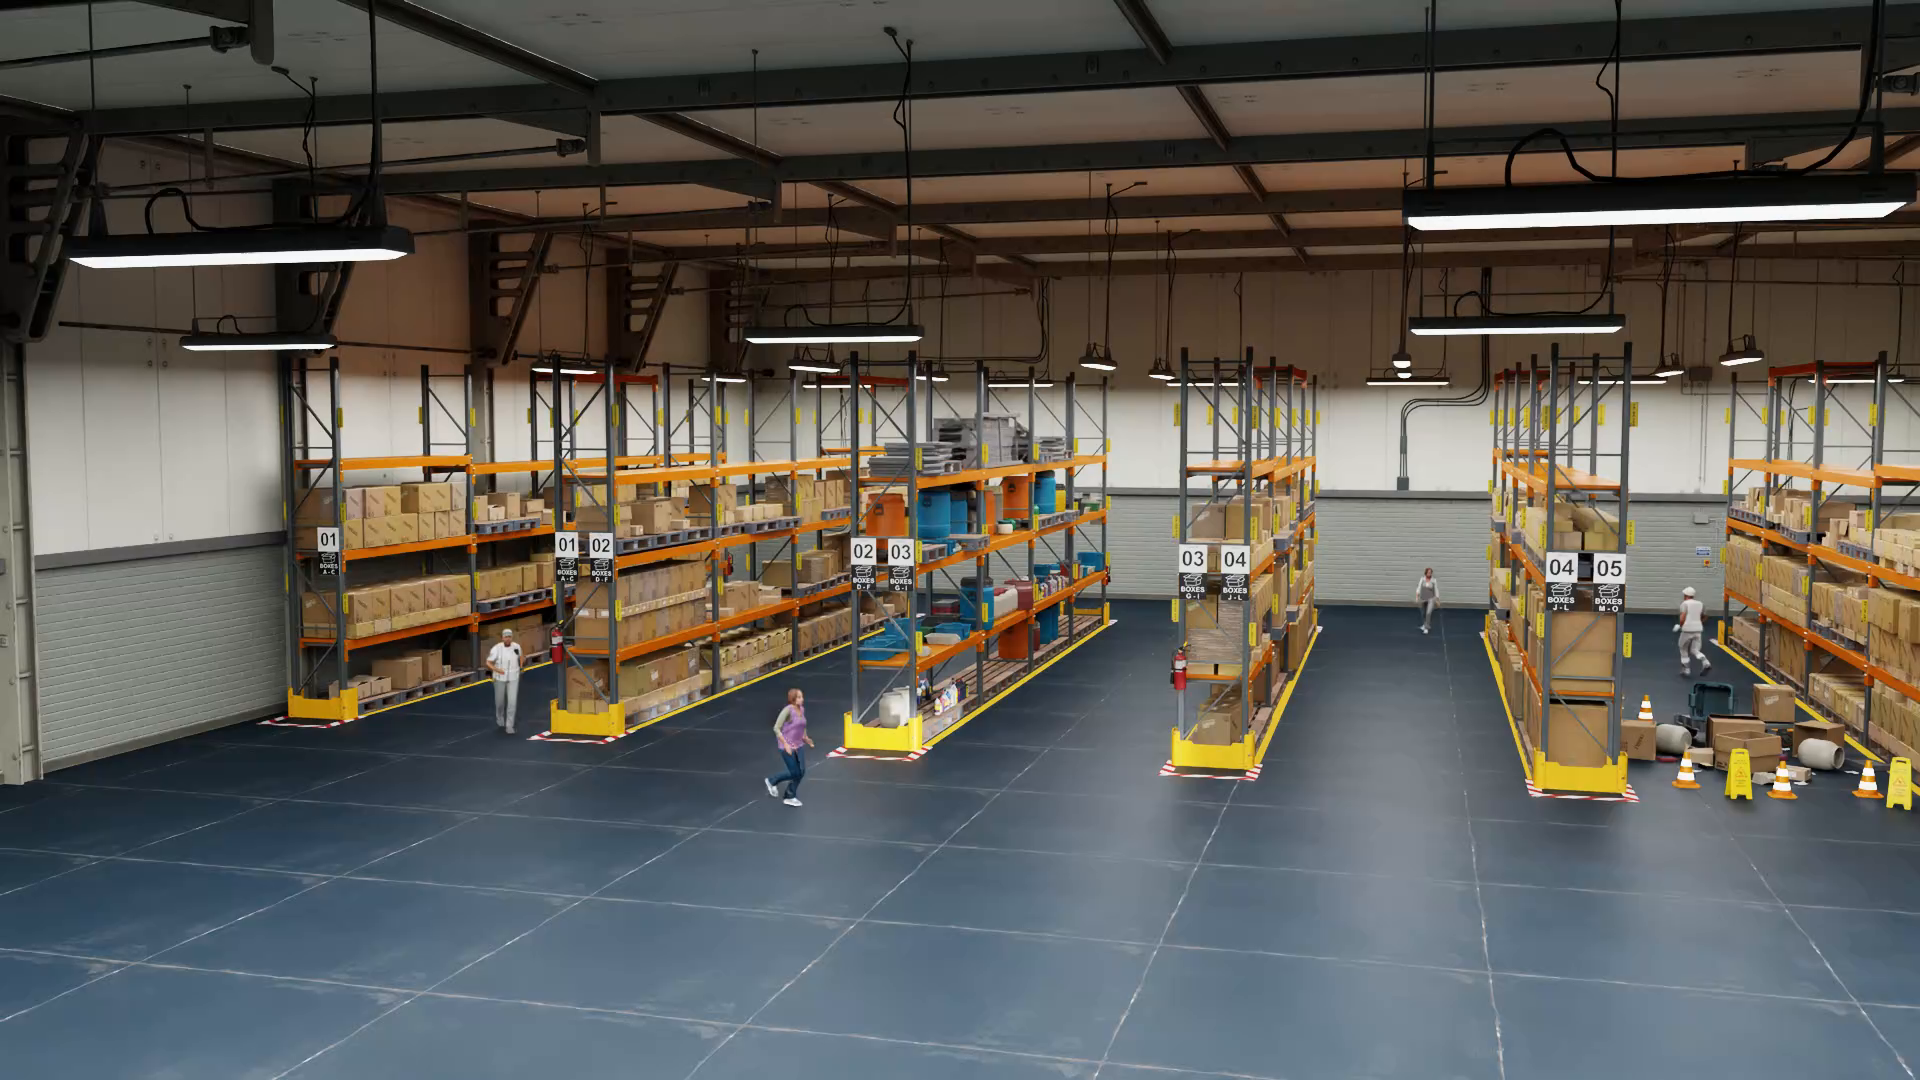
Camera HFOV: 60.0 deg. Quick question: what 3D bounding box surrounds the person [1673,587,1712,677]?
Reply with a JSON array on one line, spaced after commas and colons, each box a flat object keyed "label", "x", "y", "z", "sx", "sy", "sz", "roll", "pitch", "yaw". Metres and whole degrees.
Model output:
[{"label": "person", "x": 14.145, "y": 1.789, "z": 31.997, "sx": 0.654, "sy": 1.740, "sz": 0.837, "roll": -1, "pitch": 4, "yaw": -11}]

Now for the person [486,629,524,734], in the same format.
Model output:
[{"label": "person", "x": -7.251, "y": 2.220, "z": 26.534, "sx": 0.608, "sy": 1.632, "sz": 0.893, "roll": -2, "pitch": 4, "yaw": -21}]

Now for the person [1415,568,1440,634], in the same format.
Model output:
[{"label": "person", "x": 10.916, "y": 1.394, "z": 38.676, "sx": 0.544, "sy": 1.537, "sz": 0.761, "roll": 2, "pitch": 5, "yaw": 28}]

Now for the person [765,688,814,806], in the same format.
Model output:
[{"label": "person", "x": -2.229, "y": 2.668, "z": 21.475, "sx": 0.587, "sy": 1.542, "sz": 0.567, "roll": 3, "pitch": 5, "yaw": 34}]

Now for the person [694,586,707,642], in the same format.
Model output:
[{"label": "person", "x": -5.557, "y": 1.558, "z": 35.006, "sx": 0.631, "sy": 1.756, "sz": 0.645, "roll": 2, "pitch": 4, "yaw": 21}]
